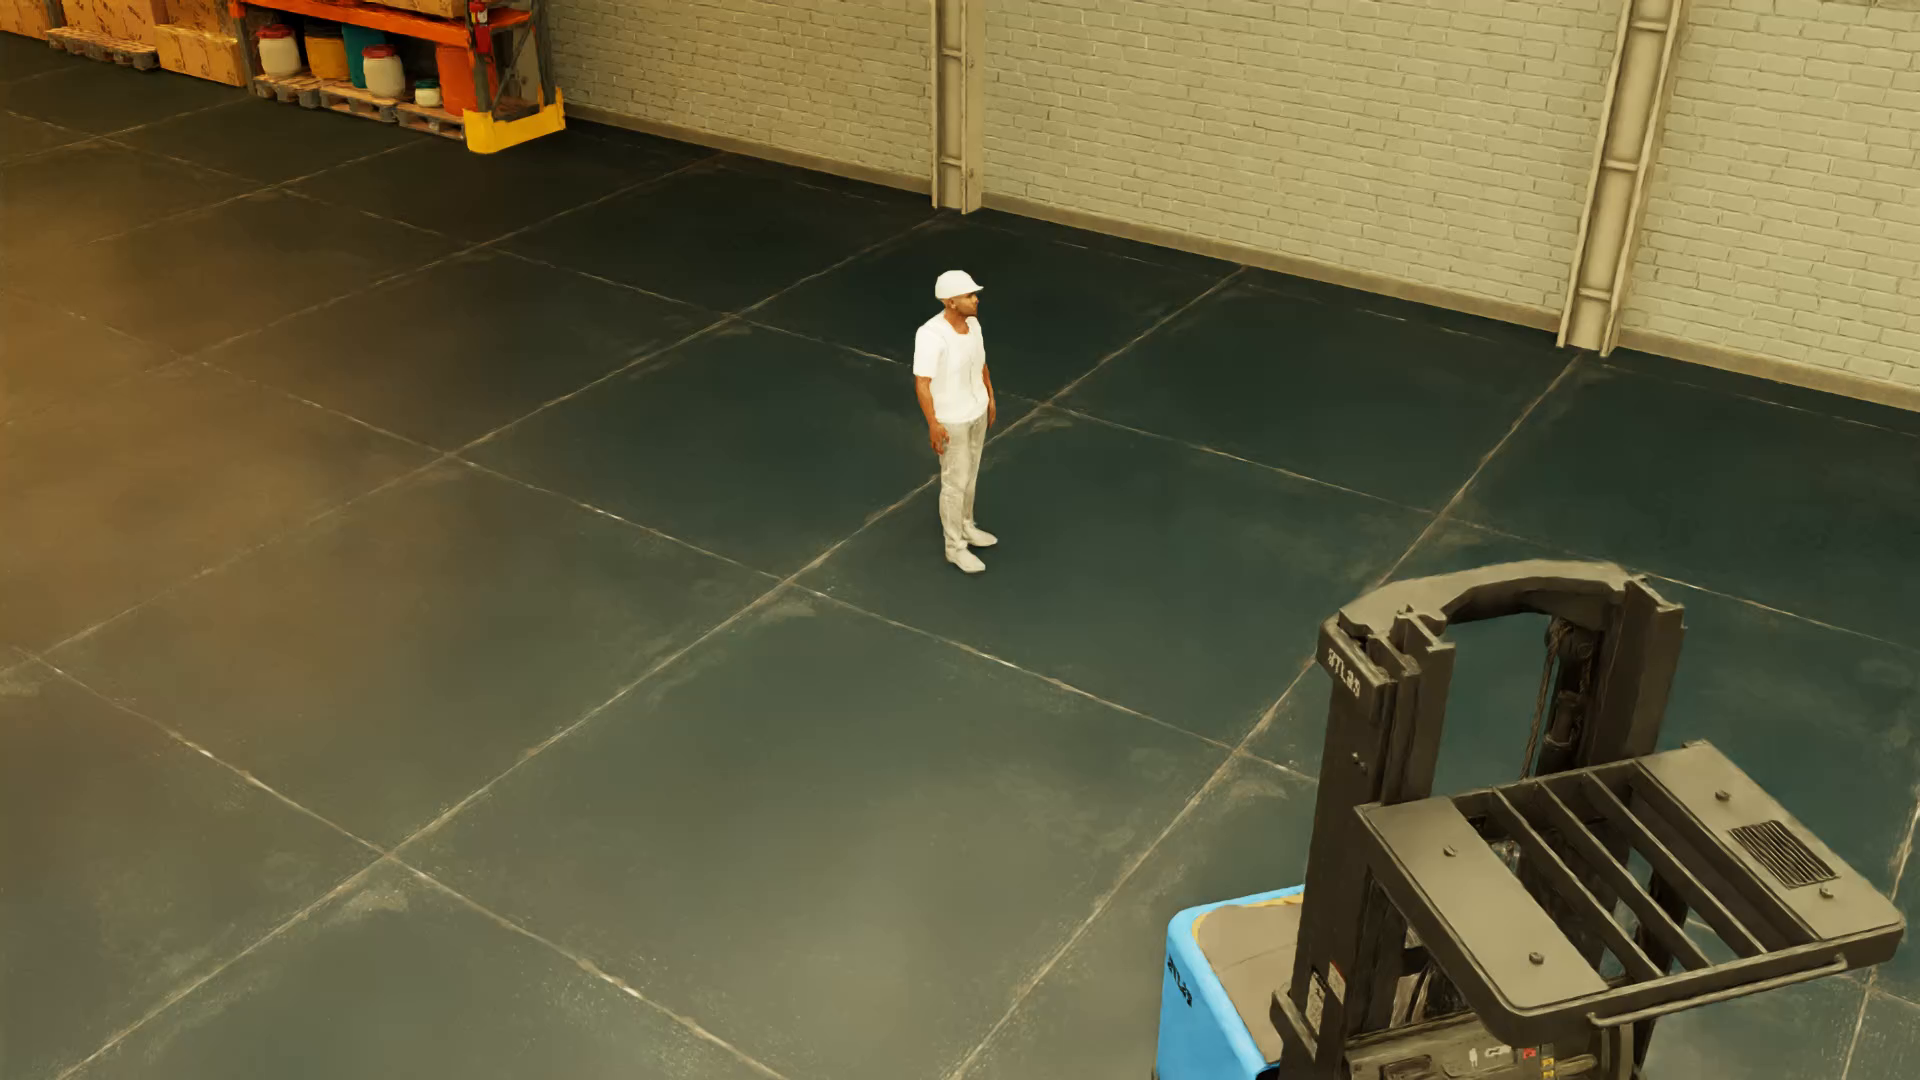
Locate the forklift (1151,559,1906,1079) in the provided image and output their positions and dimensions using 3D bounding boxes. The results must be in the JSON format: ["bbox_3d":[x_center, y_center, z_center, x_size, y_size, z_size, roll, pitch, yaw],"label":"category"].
[{"bbox_3d":[1.631,1.656,4.730,1.130,2.935,3.031,-8,31,-14],"label":"forklift"}]

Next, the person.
[{"bbox_3d":[0.055,-0.748,10.015,0.576,1.766,0.665,19,35,29],"label":"person"}]
